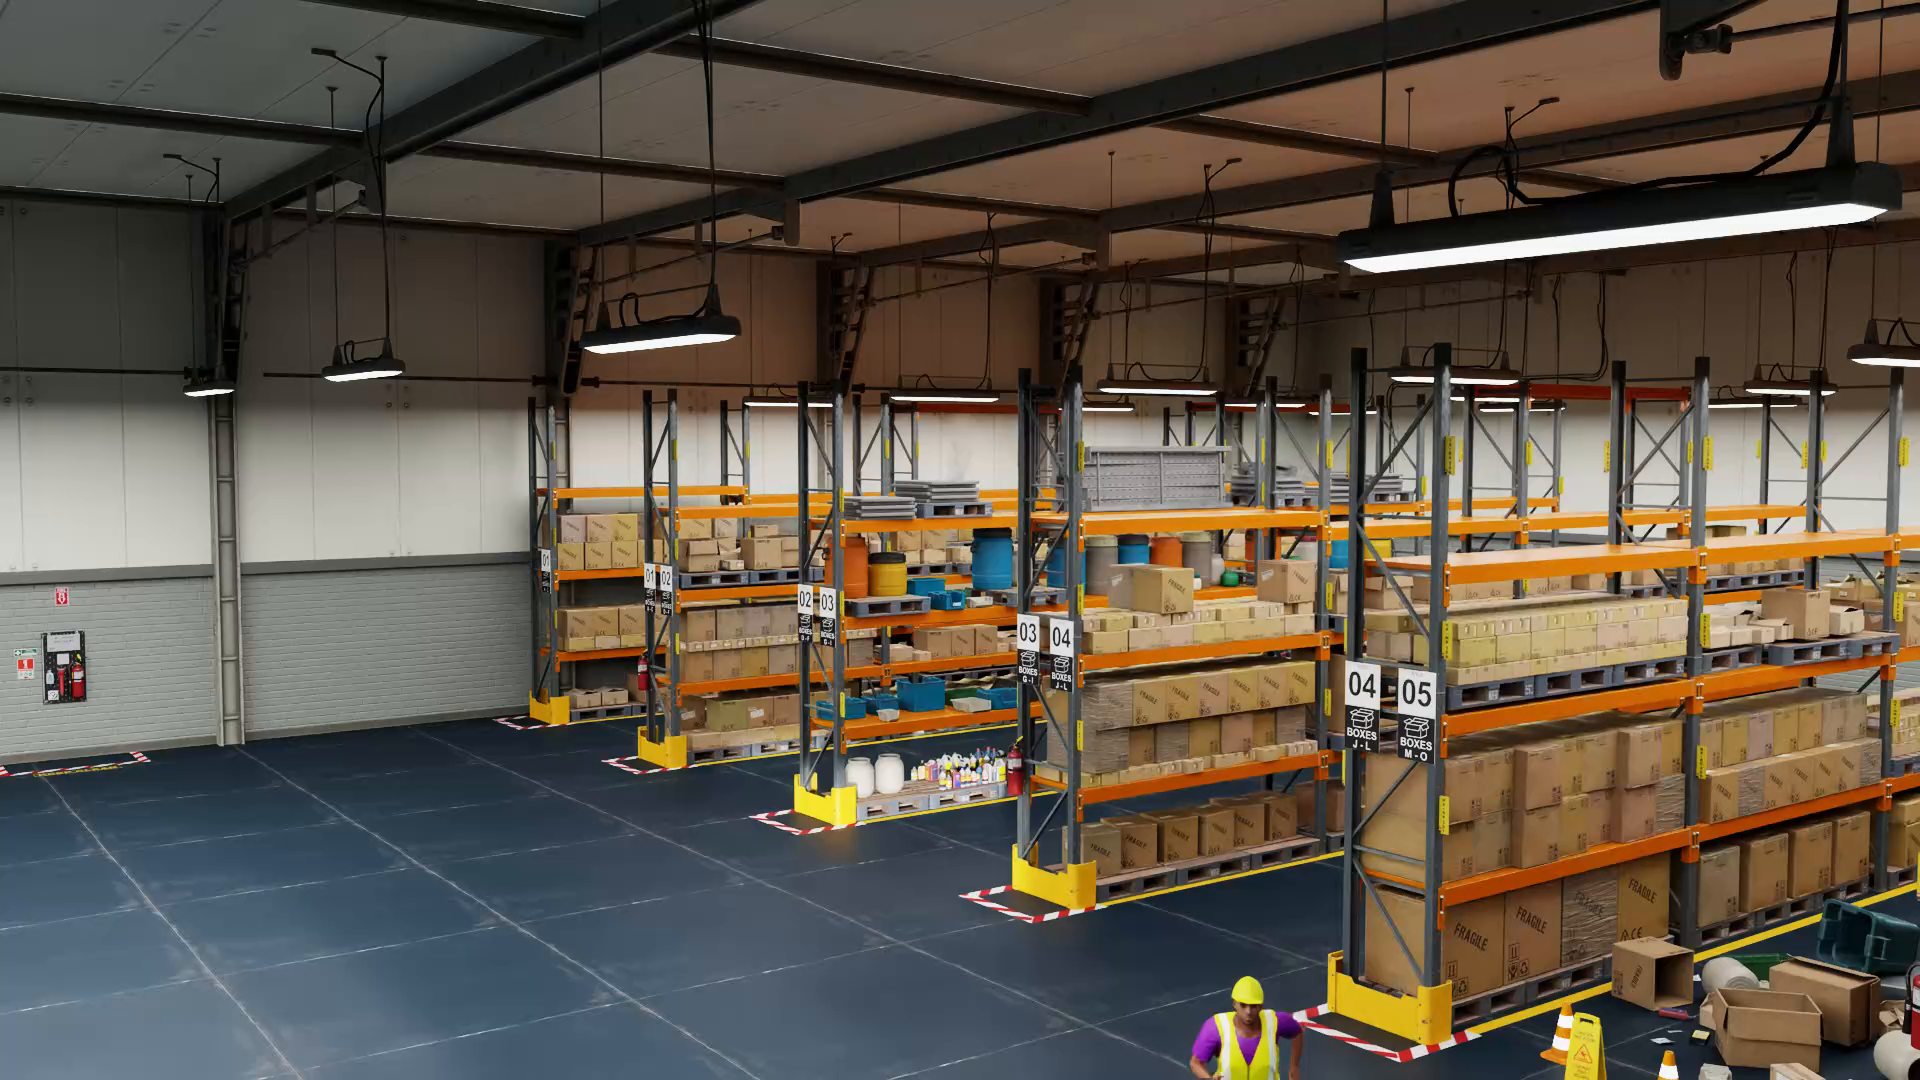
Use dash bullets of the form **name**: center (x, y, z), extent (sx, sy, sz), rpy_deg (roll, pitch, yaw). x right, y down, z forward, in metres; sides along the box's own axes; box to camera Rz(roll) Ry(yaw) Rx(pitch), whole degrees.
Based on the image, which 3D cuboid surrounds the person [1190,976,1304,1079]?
- **person**: center (1.860, 3.664, 10.789), extent (0.734, 1.774, 0.998), rpy_deg (0, 3, 8)
